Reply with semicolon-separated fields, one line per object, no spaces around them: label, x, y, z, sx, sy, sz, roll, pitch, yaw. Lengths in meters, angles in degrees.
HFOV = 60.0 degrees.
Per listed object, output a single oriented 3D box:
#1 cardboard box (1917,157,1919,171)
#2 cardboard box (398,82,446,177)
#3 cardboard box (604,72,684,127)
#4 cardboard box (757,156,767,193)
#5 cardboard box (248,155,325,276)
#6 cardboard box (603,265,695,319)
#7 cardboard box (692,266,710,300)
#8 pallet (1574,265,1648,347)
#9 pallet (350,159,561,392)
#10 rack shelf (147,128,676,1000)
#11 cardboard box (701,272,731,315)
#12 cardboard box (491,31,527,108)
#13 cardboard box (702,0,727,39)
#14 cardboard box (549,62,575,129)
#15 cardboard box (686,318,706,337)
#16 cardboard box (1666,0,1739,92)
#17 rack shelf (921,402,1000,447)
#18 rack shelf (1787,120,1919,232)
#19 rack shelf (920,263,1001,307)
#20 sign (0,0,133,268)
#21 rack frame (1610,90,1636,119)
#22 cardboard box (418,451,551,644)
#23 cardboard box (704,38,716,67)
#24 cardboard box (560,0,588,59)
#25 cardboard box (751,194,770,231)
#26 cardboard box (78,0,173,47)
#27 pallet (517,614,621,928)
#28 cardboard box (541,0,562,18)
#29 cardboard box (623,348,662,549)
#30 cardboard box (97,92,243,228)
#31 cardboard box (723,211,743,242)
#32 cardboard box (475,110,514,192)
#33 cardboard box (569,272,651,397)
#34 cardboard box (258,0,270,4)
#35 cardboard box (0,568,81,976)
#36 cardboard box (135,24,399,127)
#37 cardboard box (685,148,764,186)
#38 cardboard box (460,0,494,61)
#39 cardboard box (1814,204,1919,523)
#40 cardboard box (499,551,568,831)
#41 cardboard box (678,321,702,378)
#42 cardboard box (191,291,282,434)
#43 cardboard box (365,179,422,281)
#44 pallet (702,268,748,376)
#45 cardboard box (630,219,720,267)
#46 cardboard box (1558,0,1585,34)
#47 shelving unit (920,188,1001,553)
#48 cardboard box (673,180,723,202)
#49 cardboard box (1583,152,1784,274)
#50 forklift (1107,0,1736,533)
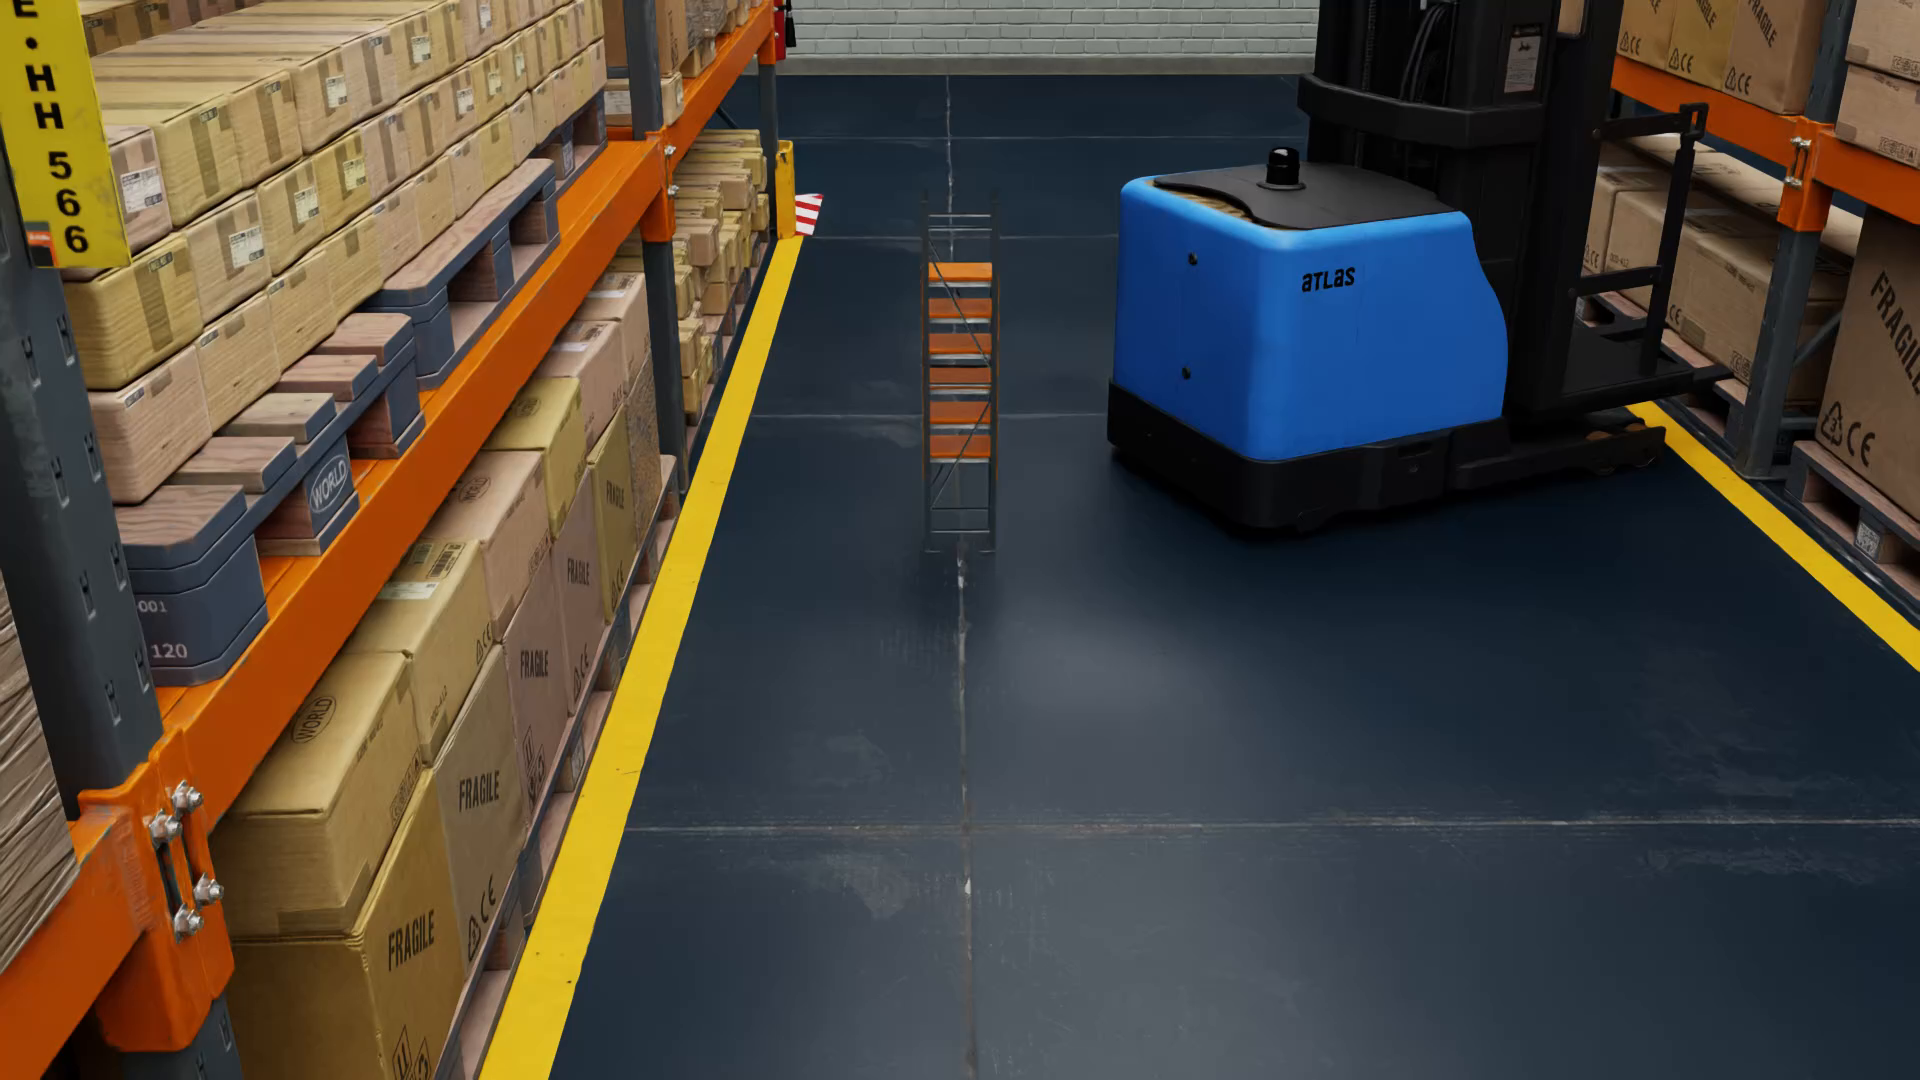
cardboard box;3.189;-1.148;4.831;0.500;0.250;0.500;-1;24;-2
cardboard box;-1.284;-0.843;3.409;0.380;0.149;0.250;0;24;-1
cardboard box;-1.184;-1.552;5.846;0.380;0.149;0.250;1;24;1
cardboard box;-1.260;-2.008;9.139;0.380;0.149;0.250;-1;24;-2
cardboard box;-1.280;-0.534;2.725;0.380;0.149;0.250;-1;24;-2
cardboard box;-1.248;-0.968;6.479;0.380;0.149;0.250;1;24;2
cardboard box;-1.303;-1.156;7.254;0.380;0.149;0.250;1;24;2
pallet;3.495;-1.159;8.057;1.003;0.211;1.213;0;24;-1
pallet;-1.527;-0.628;3.732;1.003;0.211;1.213;0;24;-1
rack shelf;-1.486;-0.396;3.859;1.077;0.370;4.000;0;24;-1
cardboard box;-1.245;-1.127;7.551;0.380;0.149;0.250;-1;24;-2
cardboard box;-1.293;-1.167;4.124;0.380;0.149;0.250;-1;24;-3
cardboard box;-1.243;-2.346;6.815;0.500;0.500;0.500;-1;24;-2
cardboard box;-1.301;-1.253;4.675;0.380;0.149;0.250;0;24;-1
cardboard box;-1.248;-0.804;6.838;0.380;0.149;0.250;0;24;-1
cardboard box;3.169;-2.060;6.543;0.500;0.500;0.500;-1;24;-2
rack shelf;0.000;-0.391;5.557;0.258;0.103;0.180;0;24;-1
rack shelf;3.463;-0.460;4.001;1.077;0.370;4.000;0;24;-1
rack shelf;0.000;-0.828;5.360;0.258;0.103;0.180;0;24;-1
sign;-0.909;-0.431;1.659;0.100;0.325;0.005;0;24;-1
rack frame;3.397;-3.260;9.319;1.000;3.000;0.127;0;24;-1
cardboard box;-1.228;0.008;3.707;0.500;0.250;0.500;0;24;0
cardboard box;-1.247;-2.094;7.046;0.380;0.149;0.250;1;24;2
cardboard box;-1.302;-1.489;4.837;0.380;0.149;0.250;0;24;0
cardboard box;-1.233;-1.767;8.968;0.380;0.149;0.250;0;24;1
cardboard box;-1.942;-1.088;3.589;0.380;0.149;0.250;0;24;1
pallet;-1.482;0.547;4.284;1.003;0.211;1.213;0;24;-1
cardboard box;-1.304;-1.515;4.532;0.380;0.149;0.250;-1;24;-2
cardboard box;-1.248;-0.297;5.290;0.500;0.500;0.500;-1;24;-2
cardboard box;-1.281;-0.550;2.399;0.380;0.149;0.250;-1;24;-2
cardboard box;-1.250;-1.475;7.960;0.380;0.149;0.250;1;24;2
cardboard box;-1.288;-0.926;3.952;0.380;0.149;0.250;1;24;2
cardboard box;-1.247;-0.637;5.131;0.500;0.250;0.500;-1;24;-2
cardboard box;-1.954;-1.408;4.297;0.380;0.149;0.250;-1;24;-1
cardboard box;-1.191;0.239;1.461;0.500;0.500;0.500;0;24;-1
cardboard box;-1.286;-0.872;3.111;0.380;0.149;0.250;1;24;2
cardboard box;-1.217;-1.933;8.612;0.380;0.149;0.250;-1;24;-2
cardboard box;-1.295;-1.195;3.825;0.380;0.149;0.250;-1;24;-3
cardboard box;3.528;-0.580;5.462;0.875;0.875;0.875;0;24;1
cardboard box;-1.236;0.336;3.890;0.500;0.500;0.500;-1;24;-2
cardboard box;-1.192;-0.727;6.306;0.380;0.149;0.250;1;24;2
cardboard box;-1.270;-0.273;2.508;0.380;0.149;0.250;1;24;2
cardboard box;-1.283;-0.605;3.242;0.380;0.149;0.250;1;24;1
pallet;-1.567;-1.058;7.834;1.003;0.211;1.213;0;24;-1
cardboard box;-1.247;-1.285;7.179;0.380;0.149;0.250;0;24;1
cardboard box;3.136;-2.689;7.934;0.500;0.500;0.500;0;24;-1
shelving unit;0.000;-0.541;5.490;0.258;1.200;0.189;0;24;-1
cardboard box;-1.327;-1.607;7.890;0.380;0.149;0.250;-1;24;-2
cardboard box;3.523;-1.636;8.326;0.875;0.438;0.875;0;24;1
forklift;2.124;-1.763;6.091;3.031;2.935;1.130;-11;27;-24
